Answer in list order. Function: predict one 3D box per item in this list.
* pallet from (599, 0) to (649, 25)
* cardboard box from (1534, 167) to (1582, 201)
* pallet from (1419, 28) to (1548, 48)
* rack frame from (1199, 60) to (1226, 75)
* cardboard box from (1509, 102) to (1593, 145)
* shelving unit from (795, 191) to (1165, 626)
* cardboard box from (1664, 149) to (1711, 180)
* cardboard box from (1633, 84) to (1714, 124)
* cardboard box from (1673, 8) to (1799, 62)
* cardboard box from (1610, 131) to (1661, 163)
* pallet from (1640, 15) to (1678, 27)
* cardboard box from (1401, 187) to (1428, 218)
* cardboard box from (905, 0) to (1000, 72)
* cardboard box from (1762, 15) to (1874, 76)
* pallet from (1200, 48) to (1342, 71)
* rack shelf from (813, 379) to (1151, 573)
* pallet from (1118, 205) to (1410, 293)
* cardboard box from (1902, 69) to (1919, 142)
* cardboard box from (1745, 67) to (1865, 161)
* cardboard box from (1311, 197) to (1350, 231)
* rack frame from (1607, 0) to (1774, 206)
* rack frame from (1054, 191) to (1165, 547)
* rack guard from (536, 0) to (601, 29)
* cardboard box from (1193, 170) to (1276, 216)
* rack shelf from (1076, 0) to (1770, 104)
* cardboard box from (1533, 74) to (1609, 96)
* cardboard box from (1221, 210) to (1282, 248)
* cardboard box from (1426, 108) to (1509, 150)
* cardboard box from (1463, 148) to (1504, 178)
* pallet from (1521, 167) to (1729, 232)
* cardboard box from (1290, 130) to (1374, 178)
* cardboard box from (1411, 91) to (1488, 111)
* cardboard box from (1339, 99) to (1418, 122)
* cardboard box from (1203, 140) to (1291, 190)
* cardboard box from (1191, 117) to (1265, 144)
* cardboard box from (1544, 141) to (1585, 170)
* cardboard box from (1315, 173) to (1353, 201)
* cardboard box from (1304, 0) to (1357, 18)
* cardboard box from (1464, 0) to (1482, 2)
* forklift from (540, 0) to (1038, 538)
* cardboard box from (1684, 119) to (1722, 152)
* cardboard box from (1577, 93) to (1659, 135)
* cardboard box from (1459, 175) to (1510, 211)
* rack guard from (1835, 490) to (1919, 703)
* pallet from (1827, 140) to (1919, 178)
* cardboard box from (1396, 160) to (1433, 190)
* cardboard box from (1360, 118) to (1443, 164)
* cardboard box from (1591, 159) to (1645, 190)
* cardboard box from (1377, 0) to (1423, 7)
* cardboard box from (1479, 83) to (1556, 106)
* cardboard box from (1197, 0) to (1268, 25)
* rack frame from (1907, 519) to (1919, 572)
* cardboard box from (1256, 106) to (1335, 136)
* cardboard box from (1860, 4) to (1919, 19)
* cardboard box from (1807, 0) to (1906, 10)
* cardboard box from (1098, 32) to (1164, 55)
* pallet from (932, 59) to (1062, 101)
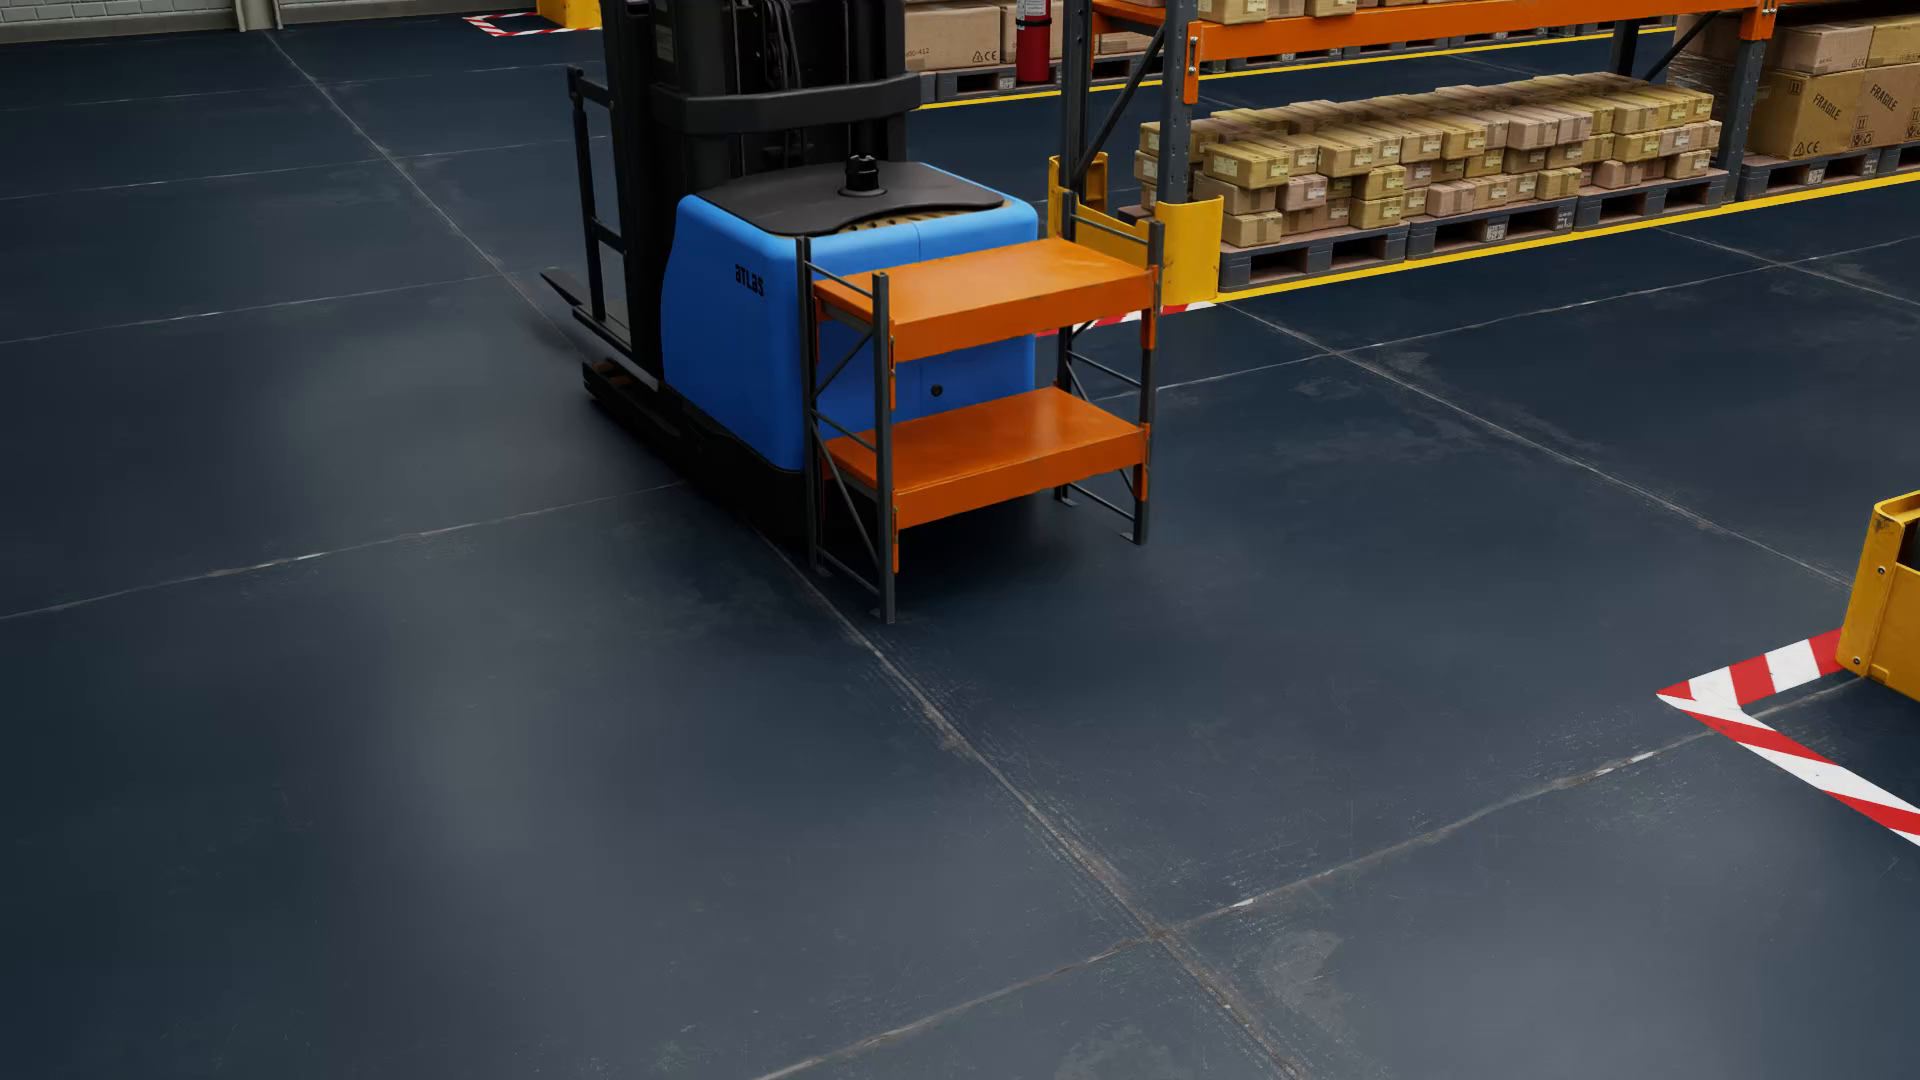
[{"bbox_3d":[-3.179,-5.413,16.781,1.213,0.211,1.003,-13,29,-25],"label":"pallet"},{"bbox_3d":[3.239,-2.025,9.311,0.250,0.149,0.380,-13,29,-25],"label":"cardboard box"},{"bbox_3d":[4.718,-4.838,15.582,1.213,0.211,1.003,-13,29,-25],"label":"pallet"},{"bbox_3d":[1.920,-5.412,13.556,0.127,3.000,1.000,-13,29,-25],"label":"rack frame"},{"bbox_3d":[3.262,-2.308,9.213,0.250,0.149,0.380,-15,29,-28],"label":"cardboard box"},{"bbox_3d":[0.071,-0.454,5.395,1.048,1.125,0.538,-16,30,-30],"label":"shelving unit"},{"bbox_3d":[4.152,-2.236,9.750,0.250,0.149,0.380,-13,28,-24],"label":"cardboard box"},{"bbox_3d":[4.147,-2.542,9.701,0.250,0.149,0.380,-12,28,-24],"label":"cardboard box"},{"bbox_3d":[4.876,-3.191,10.466,0.500,0.250,0.500,-14,29,-26],"label":"cardboard box"},{"bbox_3d":[3.749,-2.273,9.484,0.250,0.149,0.380,-14,29,-27],"label":"cardboard box"},{"bbox_3d":[7.214,-5.375,16.701,1.213,0.211,1.003,-13,29,-25],"label":"pallet"},{"bbox_3d":[2.287,-1.852,8.951,0.250,0.149,0.380,-13,29,-25],"label":"cardboard box"},{"bbox_3d":[-0.271,-3.994,13.077,0.875,0.438,0.875,-12,28,-24],"label":"cardboard box"},{"bbox_3d":[5.114,-2.992,10.052,0.500,0.250,0.500,-14,29,-27],"label":"cardboard box"},{"bbox_3d":[2.565,-4.341,14.547,1.213,0.211,1.003,-13,29,-25],"label":"pallet"},{"bbox_3d":[0.071,-0.233,5.501,1.000,0.278,0.538,-16,30,-30],"label":"rack shelf"},{"bbox_3d":[1.609,-1.638,8.917,1.213,0.211,1.003,-13,29,-25],"label":"pallet"},{"bbox_3d":[6.037,-2.874,10.673,0.500,0.500,0.500,-12,28,-24],"label":"cardboard box"},{"bbox_3d":[5.115,-2.654,10.214,0.500,0.500,0.500,-12,28,-23],"label":"cardboard box"},{"bbox_3d":[1.830,-1.754,8.745,0.250,0.149,0.380,-13,28,-25],"label":"cardboard box"},{"bbox_3d":[4.338,-3.542,9.661,0.127,3.000,1.000,-13,29,-25],"label":"rack frame"},{"bbox_3d":[0.494,-0.575,5.649,0.032,1.125,0.500,-16,30,-30],"label":"rack frame"},{"bbox_3d":[-3.882,-5.381,16.379,0.348,0.500,1.175,-13,29,-25],"label":"rack guard"},{"bbox_3d":[1.392,-1.774,8.444,0.250,0.149,0.380,-12,28,-23],"label":"cardboard box"},{"bbox_3d":[2.573,-2.810,8.969,4.000,0.370,1.077,-13,29,-25],"label":"rack shelf"},{"bbox_3d":[3.666,-2.690,10.008,0.250,0.149,0.380,-12,28,-23],"label":"cardboard box"},{"bbox_3d":[1.422,-1.616,8.458,0.250,0.149,0.380,-12,28,-24],"label":"cardboard box"},{"bbox_3d":[2.760,-2.240,9.071,0.250,0.149,0.380,-13,29,-25],"label":"cardboard box"},{"bbox_3d":[2.764,-2.115,9.155,0.250,0.149,0.380,-12,28,-23],"label":"cardboard box"},{"bbox_3d":[3.762,-2.134,9.952,1.213,0.211,1.003,-13,29,-25],"label":"pallet"},{"bbox_3d":[1.900,-1.981,8.532,0.250,0.149,0.380,-13,29,-25],"label":"cardboard box"},{"bbox_3d":[2.782,-2.450,9.508,0.250,0.149,0.380,-14,29,-27],"label":"cardboard box"},{"bbox_3d":[2.328,-2.350,9.301,0.250,0.149,0.380,-14,29,-27],"label":"cardboard box"},{"bbox_3d":[1.431,-1.876,8.314,0.250,0.149,0.380,-14,29,-27],"label":"cardboard box"},{"bbox_3d":[1.405,-2.133,8.849,0.250,0.149,0.380,-12,28,-24],"label":"cardboard box"},{"bbox_3d":[3.266,-2.200,9.332,0.250,0.149,0.380,-12,28,-24],"label":"cardboard box"},{"bbox_3d":[1.834,-1.892,8.690,0.250,0.149,0.380,-13,28,-24],"label":"cardboard box"},{"bbox_3d":[1.716,-2.657,8.108,0.250,0.149,0.380,-14,29,-27],"label":"cardboard box"},{"bbox_3d":[2.601,-2.892,8.598,0.250,0.149,0.380,-12,28,-23],"label":"cardboard box"},{"bbox_3d":[-0.918,-1.922,6.367,1.130,2.935,3.031,-15,29,-28],"label":"forklift"},{"bbox_3d":[4.210,-2.395,9.737,0.250,0.149,0.380,-12,28,-24],"label":"cardboard box"},{"bbox_3d":[3.724,-2.422,9.450,0.250,0.149,0.380,-13,29,-26],"label":"cardboard box"},{"bbox_3d":[2.780,-1.936,9.125,0.250,0.149,0.380,-13,29,-25],"label":"cardboard box"},{"bbox_3d":[3.032,0.319,4.507,0.348,0.500,1.175,-13,29,-25],"label":"rack guard"},{"bbox_3d":[6.102,-2.694,11.117,1.213,0.211,1.003,-13,29,-25],"label":"pallet"},{"bbox_3d":[2.301,-1.993,8.900,0.250,0.149,0.380,-14,29,-28],"label":"cardboard box"},{"bbox_3d":[2.329,-2.116,8.813,0.250,0.149,0.380,-12,28,-23],"label":"cardboard box"},{"bbox_3d":[3.681,-2.137,9.543,0.250,0.149,0.380,-14,29,-27],"label":"cardboard box"},{"bbox_3d":[2.131,-2.808,8.423,0.250,0.149,0.380,-13,29,-26],"label":"cardboard box"},{"bbox_3d":[3.246,-2.558,9.732,0.250,0.149,0.380,-14,29,-26],"label":"cardboard box"},{"bbox_3d":[1.249,-2.555,7.896,0.250,0.149,0.380,-13,29,-26],"label":"cardboard box"},{"bbox_3d":[3.053,-0.812,3.976,0.127,3.000,1.000,-13,29,-25],"label":"rack frame"},{"bbox_3d":[1.832,-2.263,9.119,0.250,0.149,0.380,-14,29,-27],"label":"cardboard box"},{"bbox_3d":[6.035,-3.204,10.493,0.500,0.250,0.500,-12,28,-23],"label":"cardboard box"},{"bbox_3d":[5.796,-3.403,10.909,0.500,0.250,0.500,-14,29,-27],"label":"cardboard box"},{"bbox_3d":[1.315,-4.359,13.839,0.875,0.438,0.875,-13,29,-26],"label":"cardboard box"},{"bbox_3d":[0.134,-3.779,13.378,1.213,0.211,1.003,-13,29,-25],"label":"pallet"}]
